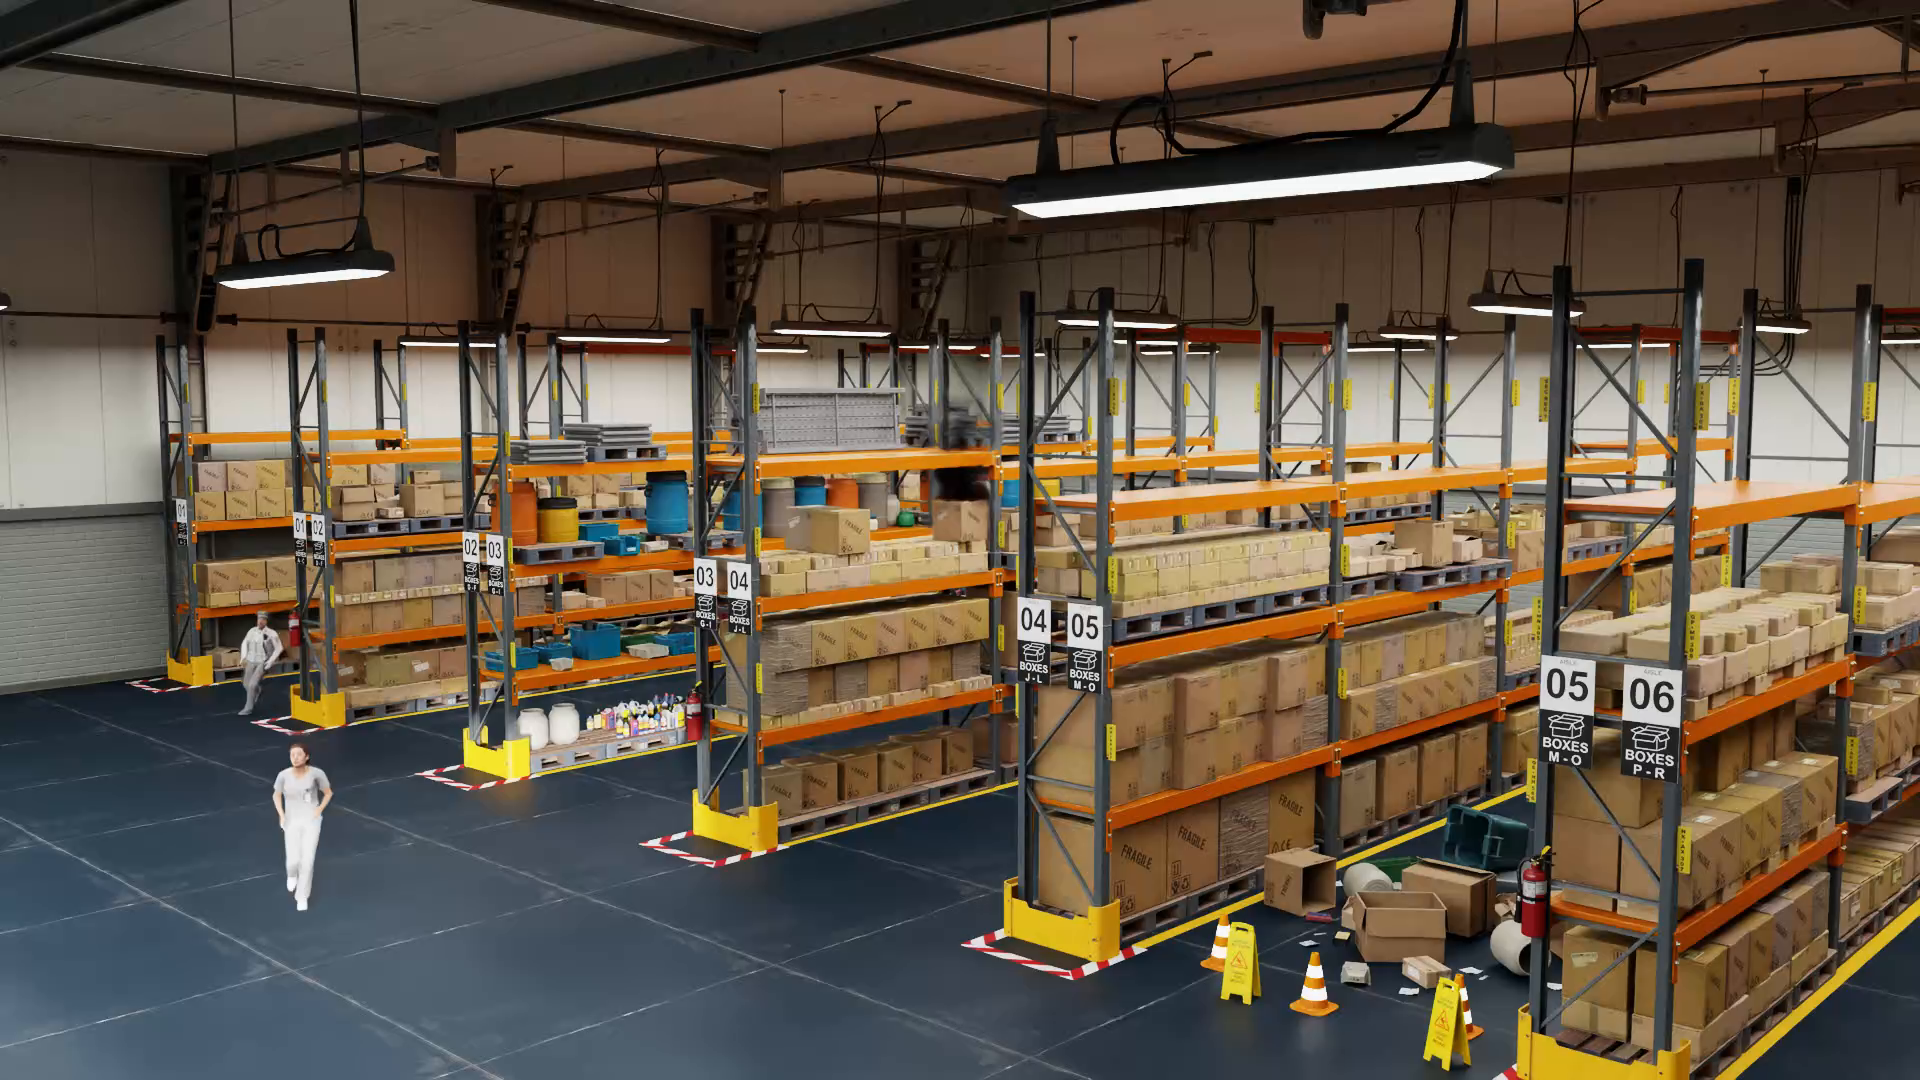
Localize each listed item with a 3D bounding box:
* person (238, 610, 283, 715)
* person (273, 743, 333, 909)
[{"bbox_3d":[-10.965,1.906,26.087,0.659,1.624,0.600,0,5,3],"label":"person"},{"bbox_3d":[-6.513,2.816,16.506,0.560,1.631,0.605,-2,6,-16],"label":"person"}]
